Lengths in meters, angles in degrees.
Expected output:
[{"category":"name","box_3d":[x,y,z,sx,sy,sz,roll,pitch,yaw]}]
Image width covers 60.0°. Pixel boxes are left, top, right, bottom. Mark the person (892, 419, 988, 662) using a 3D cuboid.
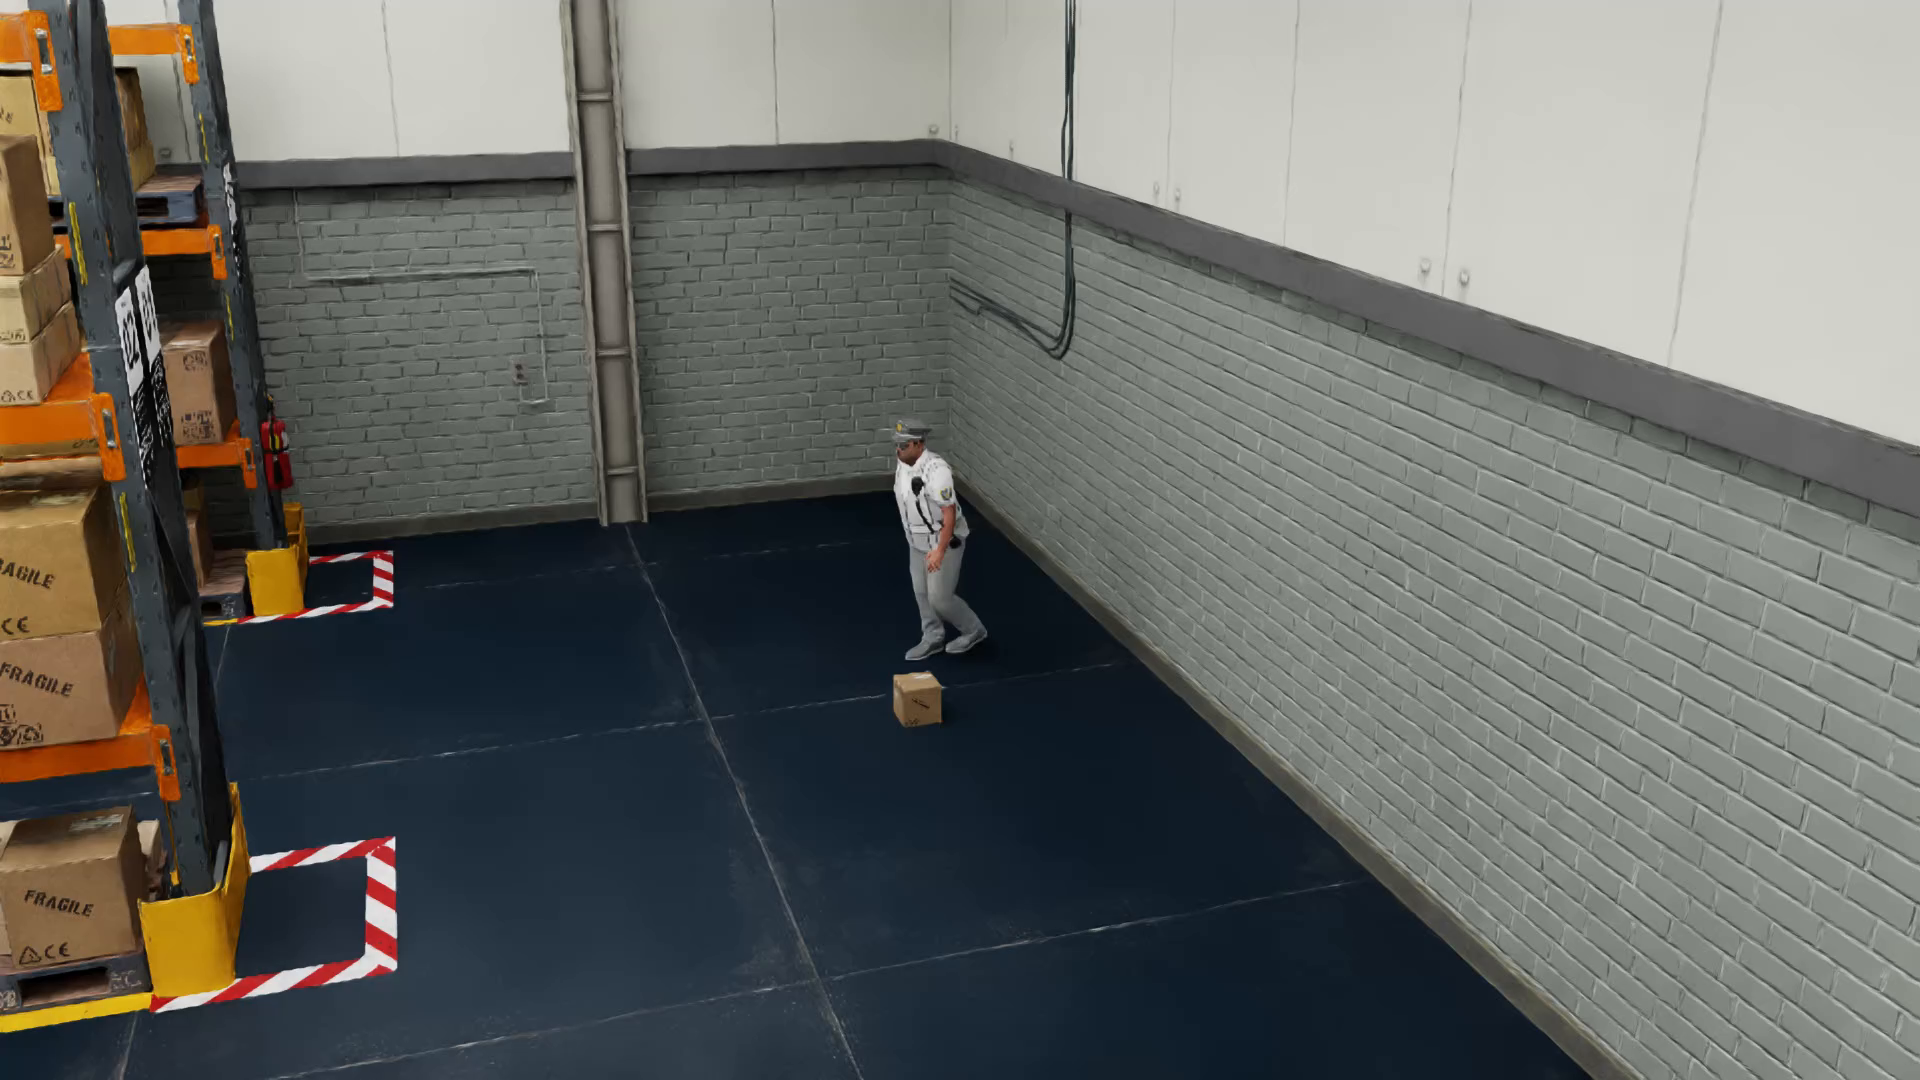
[{"category":"person","box_3d":[-0.161,0.001,11.083,0.644,1.733,0.539,-15,24,-36]}]
